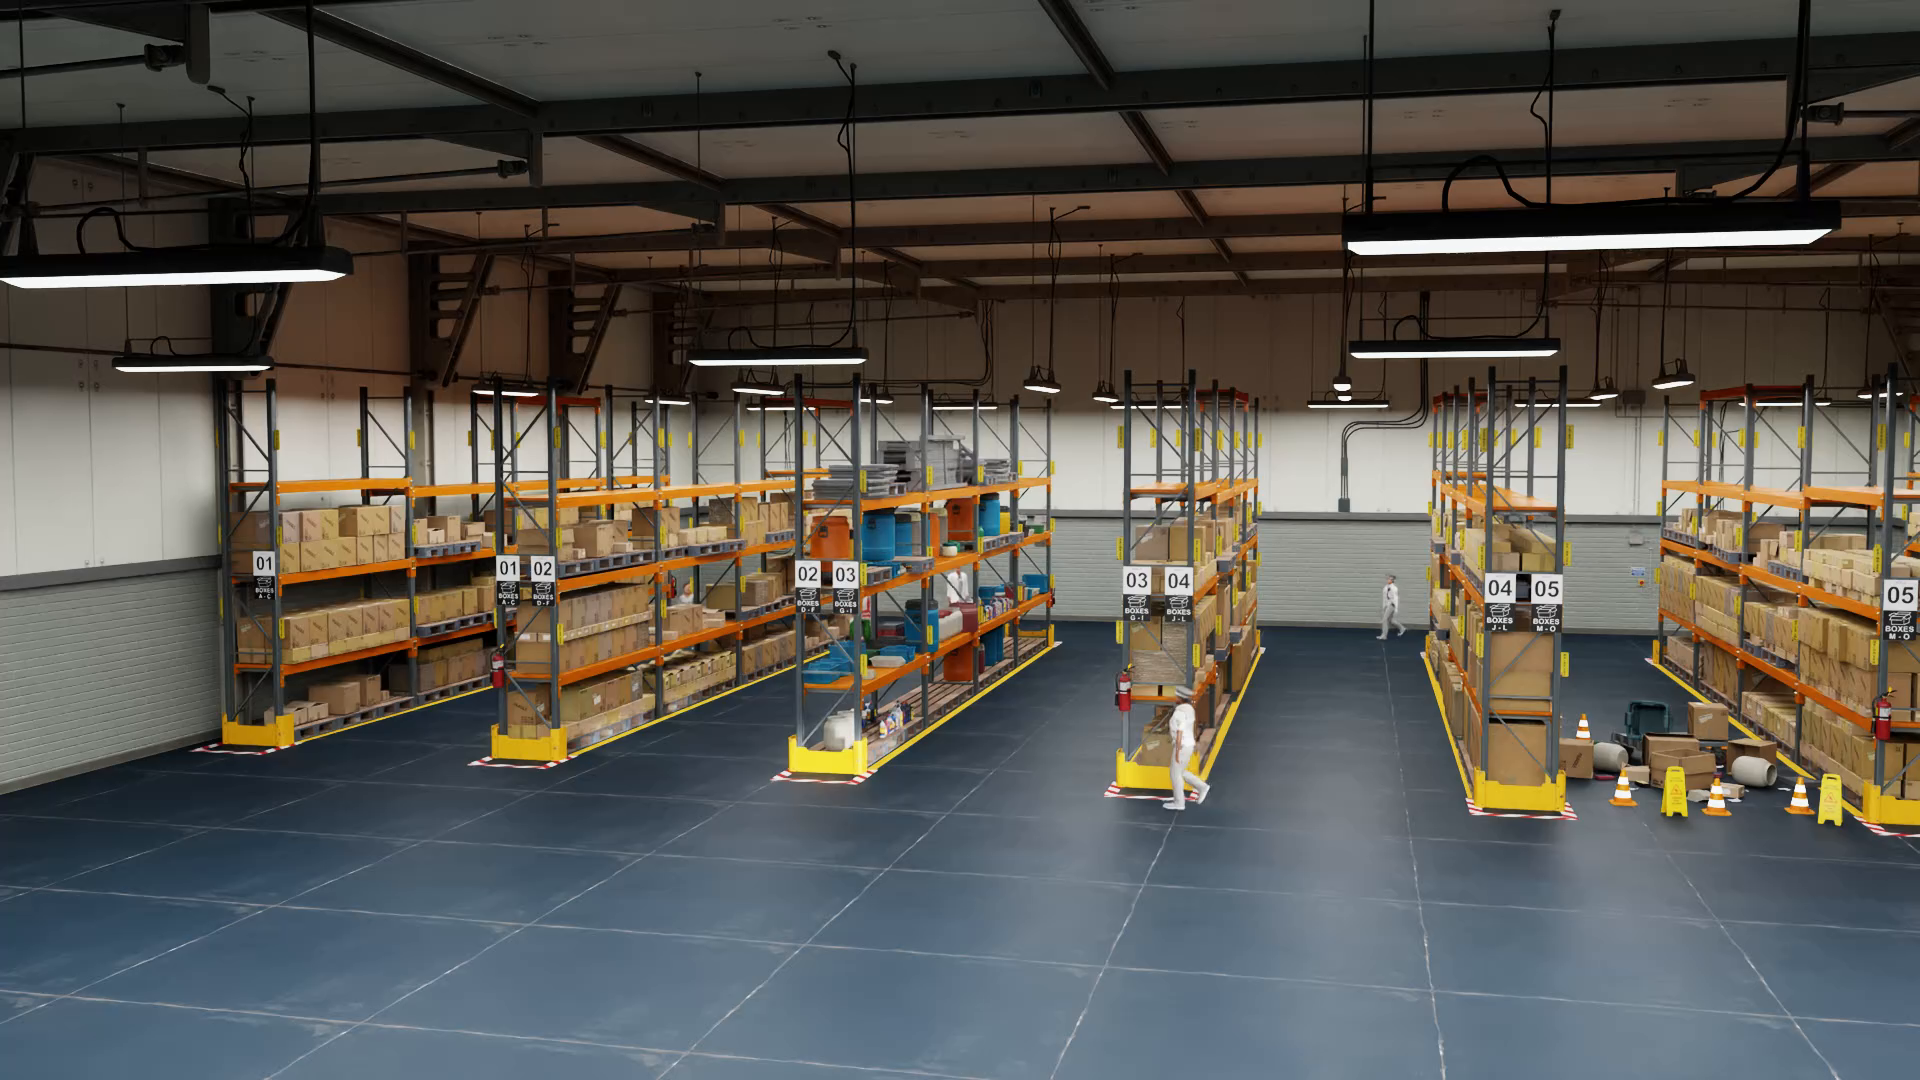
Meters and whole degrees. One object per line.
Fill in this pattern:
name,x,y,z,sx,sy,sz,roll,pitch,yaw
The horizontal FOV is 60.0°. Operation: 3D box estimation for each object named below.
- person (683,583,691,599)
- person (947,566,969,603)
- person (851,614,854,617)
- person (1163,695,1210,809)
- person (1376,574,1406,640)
person,-6.435,1.506,39.099,0.518,0.969,0.420,0,3,8
person,-0.091,1.569,44.206,0.573,1.544,0.982,-3,4,-36
person,-2.156,1.318,36.667,0.589,0.895,0.338,1,3,9
person,3.061,2.815,22.453,0.619,1.637,0.446,1,4,14
person,10.826,1.662,41.686,0.887,1.648,0.366,-1,4,-13
